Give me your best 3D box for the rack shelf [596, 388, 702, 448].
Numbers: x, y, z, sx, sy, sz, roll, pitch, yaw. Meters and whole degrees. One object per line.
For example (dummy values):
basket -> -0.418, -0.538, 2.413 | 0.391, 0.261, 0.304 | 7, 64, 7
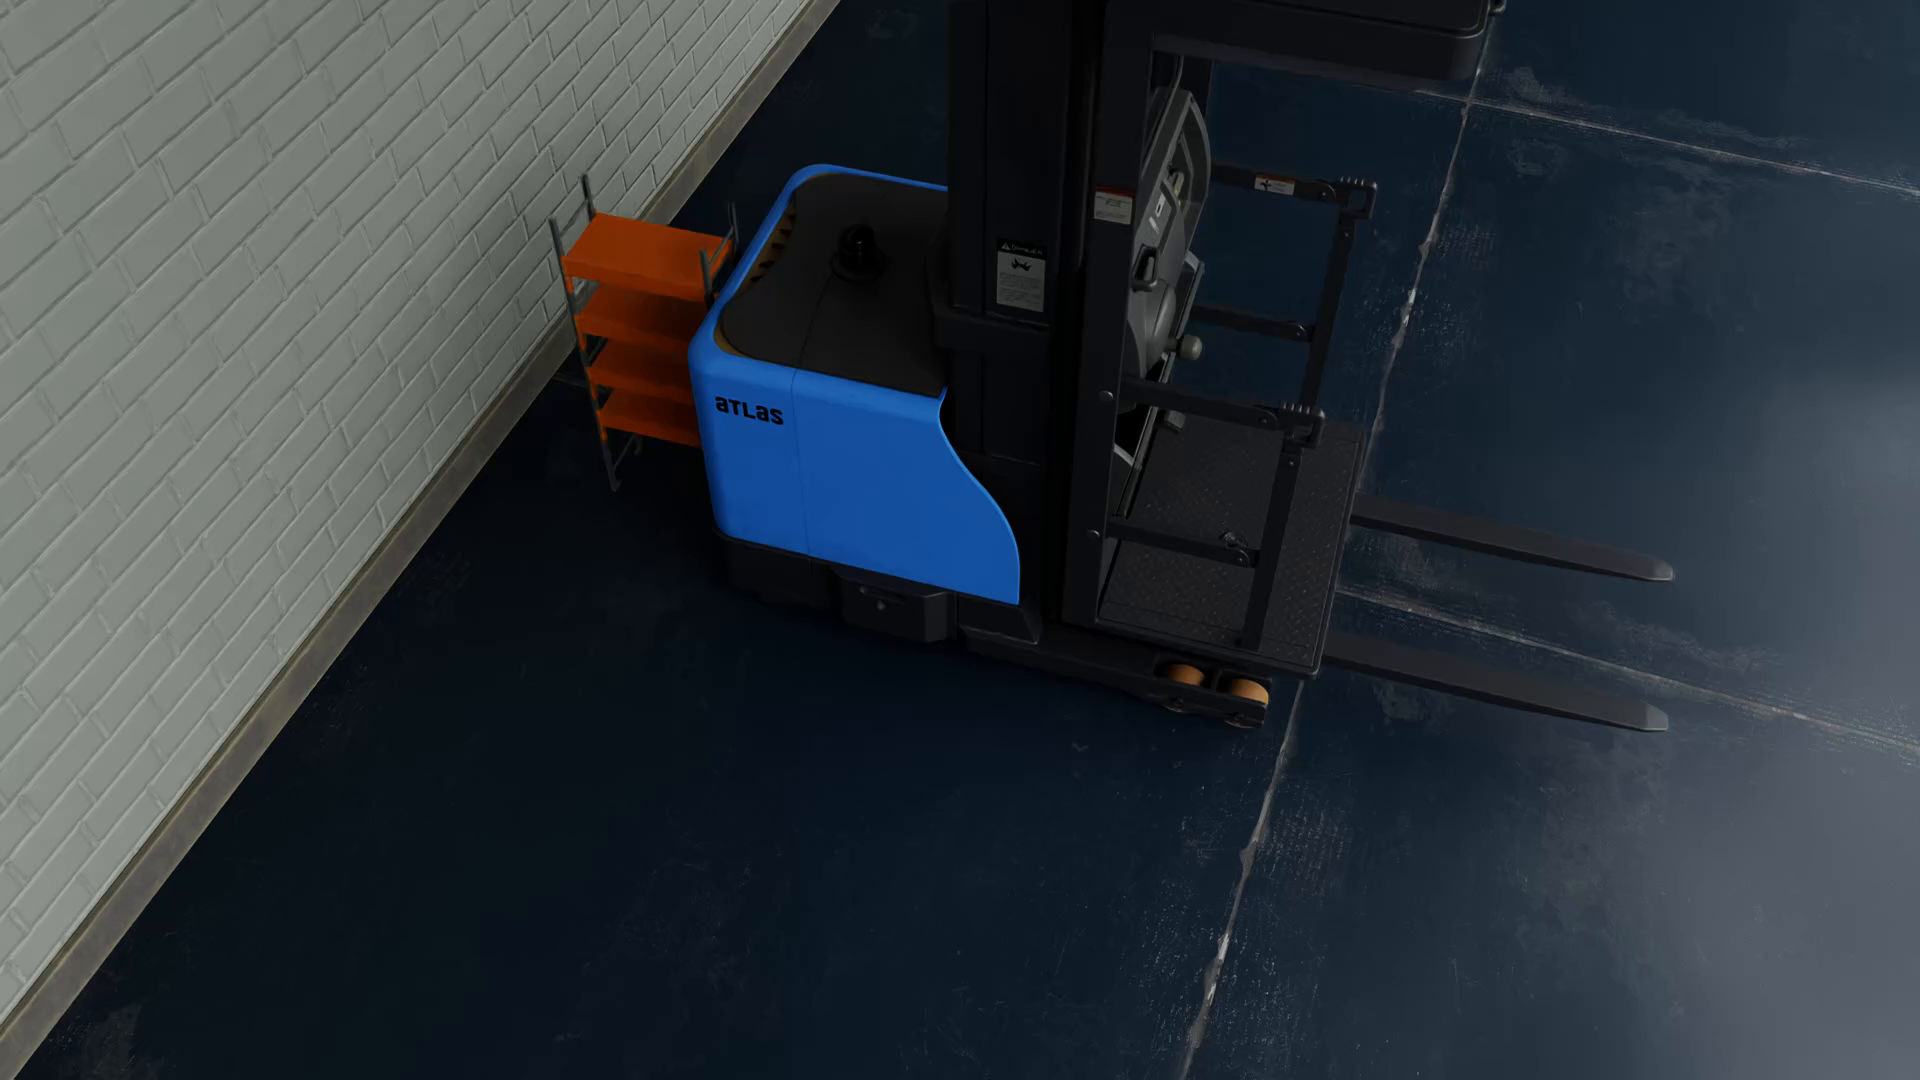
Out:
rack shelf -> -0.960, -0.423, 5.675 | 0.480, 0.148, 0.258 | 13, 50, 11

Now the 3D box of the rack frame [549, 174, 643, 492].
rack frame -> -1.194, -0.651, 5.521 | 0.015, 1.200, 0.240 | 13, 50, 11

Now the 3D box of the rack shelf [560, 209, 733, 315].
rack shelf -> -0.960, -0.855, 5.177 | 0.480, 0.148, 0.258 | 13, 50, 11

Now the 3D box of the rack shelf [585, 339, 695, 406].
rack shelf -> -0.960, -0.553, 5.525 | 0.480, 0.148, 0.258 | 13, 50, 11

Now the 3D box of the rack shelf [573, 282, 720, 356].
rack shelf -> -0.960, -0.700, 5.356 | 0.480, 0.148, 0.258 | 13, 50, 11

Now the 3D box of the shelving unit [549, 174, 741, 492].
shelving unit -> -0.960, -0.598, 5.474 | 0.503, 1.200, 0.258 | 13, 50, 11

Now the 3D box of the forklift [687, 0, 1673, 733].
forklift -> 0.762, -0.821, 4.522 | 3.031, 2.935, 1.130 | 13, 50, 11

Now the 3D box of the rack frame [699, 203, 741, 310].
rack frame -> -0.727, -0.544, 5.427 | 0.015, 1.200, 0.240 | 13, 50, 11
